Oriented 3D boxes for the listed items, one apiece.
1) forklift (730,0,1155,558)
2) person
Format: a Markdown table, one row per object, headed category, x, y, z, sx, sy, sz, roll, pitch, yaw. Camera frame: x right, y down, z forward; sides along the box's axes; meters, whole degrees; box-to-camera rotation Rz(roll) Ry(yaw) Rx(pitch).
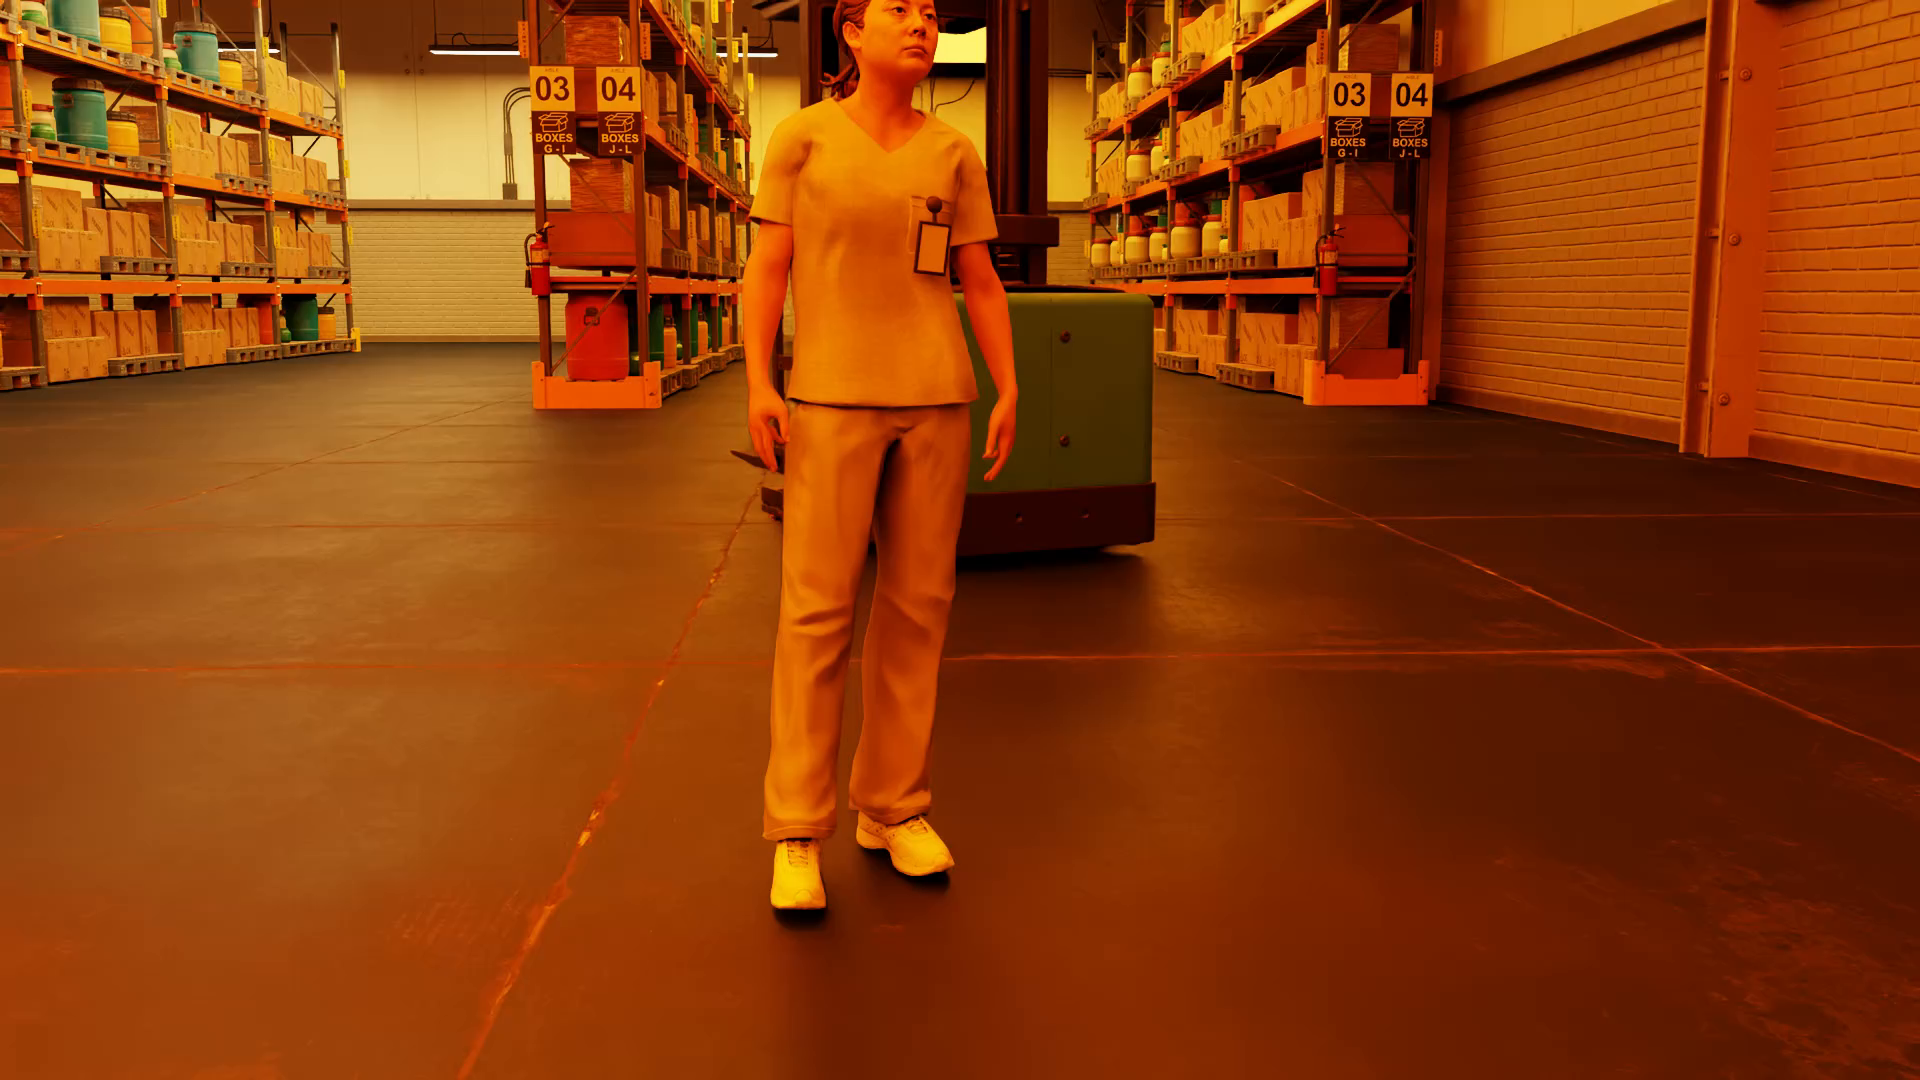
| category | x | y | z | sx | sy | sz | roll | pitch | yaw |
| --- | --- | --- | --- | --- | --- | --- | --- | --- | --- |
| forklift | -0.296 | -1.540 | 7.704 | 1.130 | 2.935 | 3.031 | -4 | 9 | -25 |
| person | -0.134 | -0.222 | 3.049 | 0.550 | 1.676 | 0.550 | -3 | 9 | -19 |
